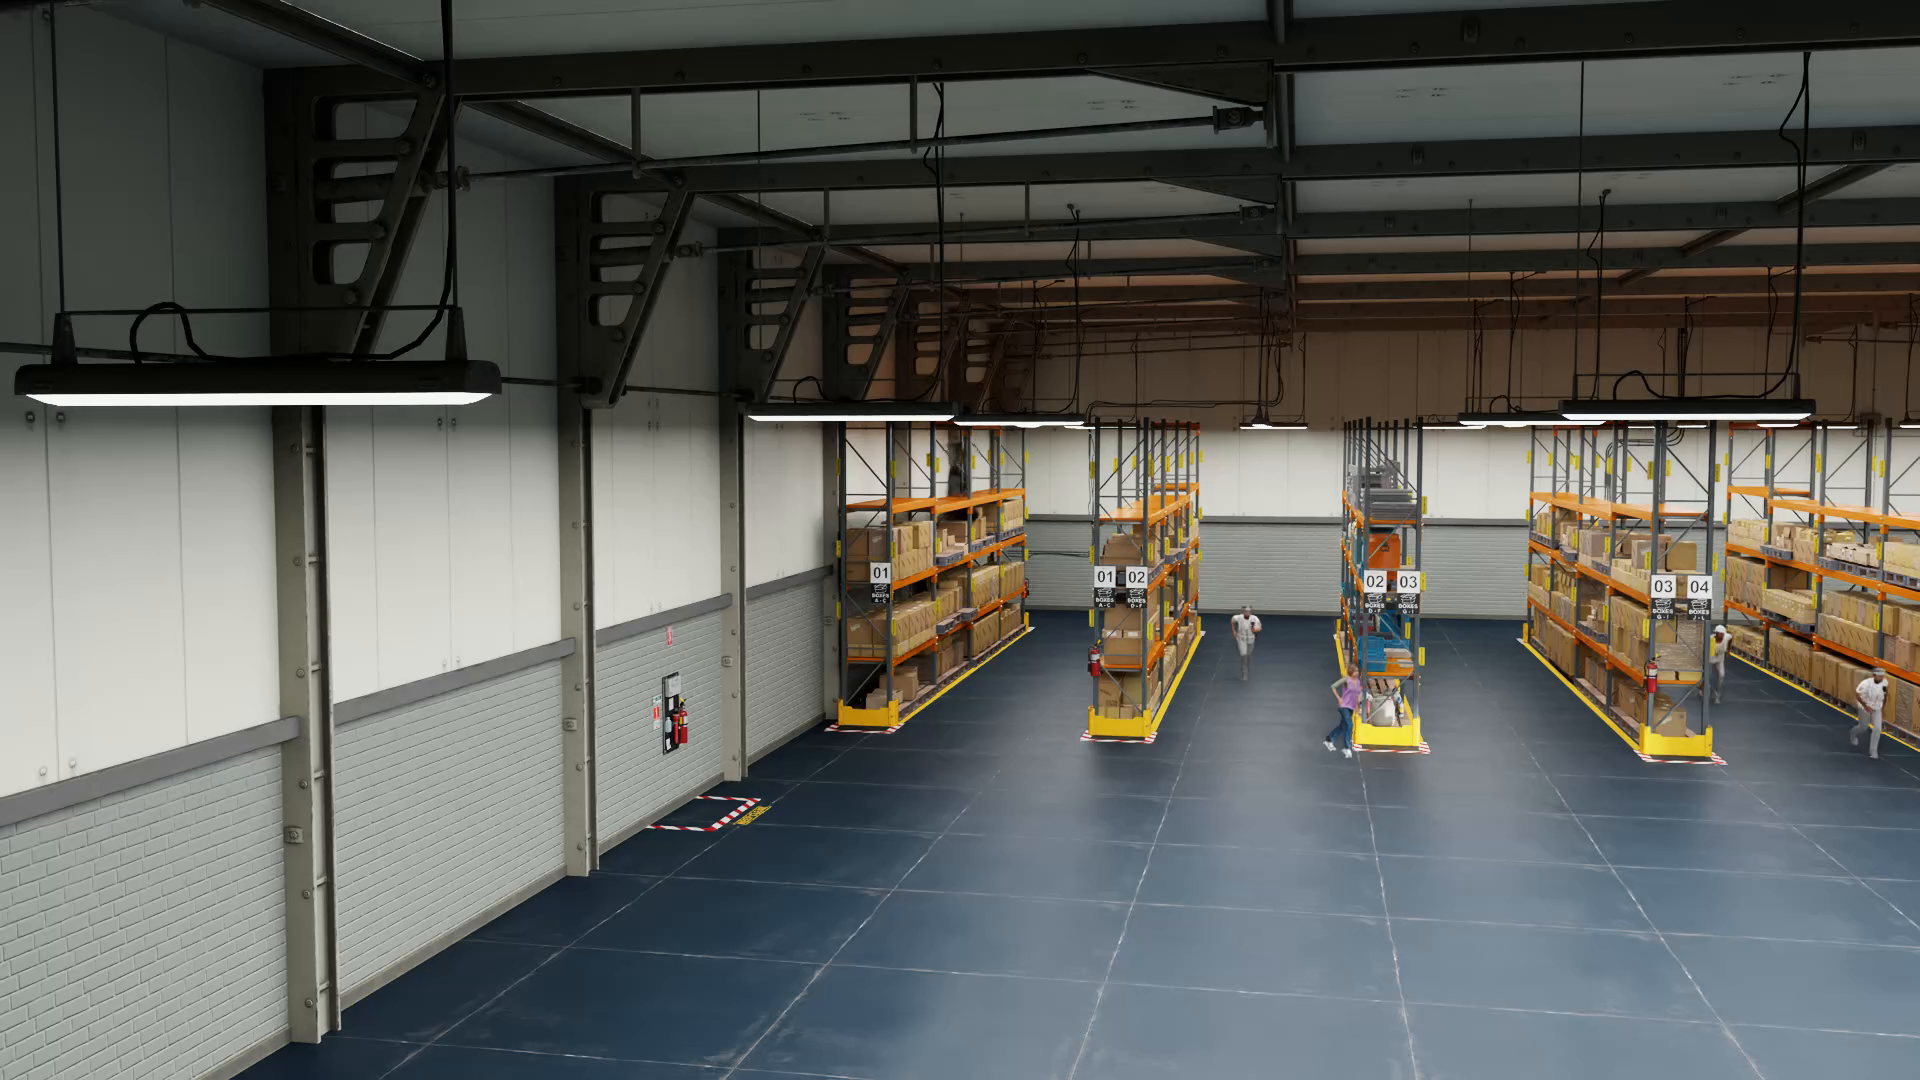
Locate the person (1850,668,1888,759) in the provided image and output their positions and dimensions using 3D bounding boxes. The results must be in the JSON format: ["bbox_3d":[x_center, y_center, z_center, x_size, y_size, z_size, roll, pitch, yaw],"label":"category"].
[{"bbox_3d":[16.122,3.029,29.577,0.531,1.628,0.965,0,4,-1],"label":"person"}]

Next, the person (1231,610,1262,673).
[{"bbox_3d":[6.619,2.283,38.499,0.654,1.526,0.944,0,4,-3],"label":"person"}]

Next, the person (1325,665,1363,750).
[{"bbox_3d":[6.870,2.947,29.620,0.527,1.480,0.668,-3,5,-37],"label":"person"}]

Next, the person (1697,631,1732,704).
[{"bbox_3d":[16.010,2.641,35.376,0.745,1.678,0.987,0,4,1],"label":"person"}]
